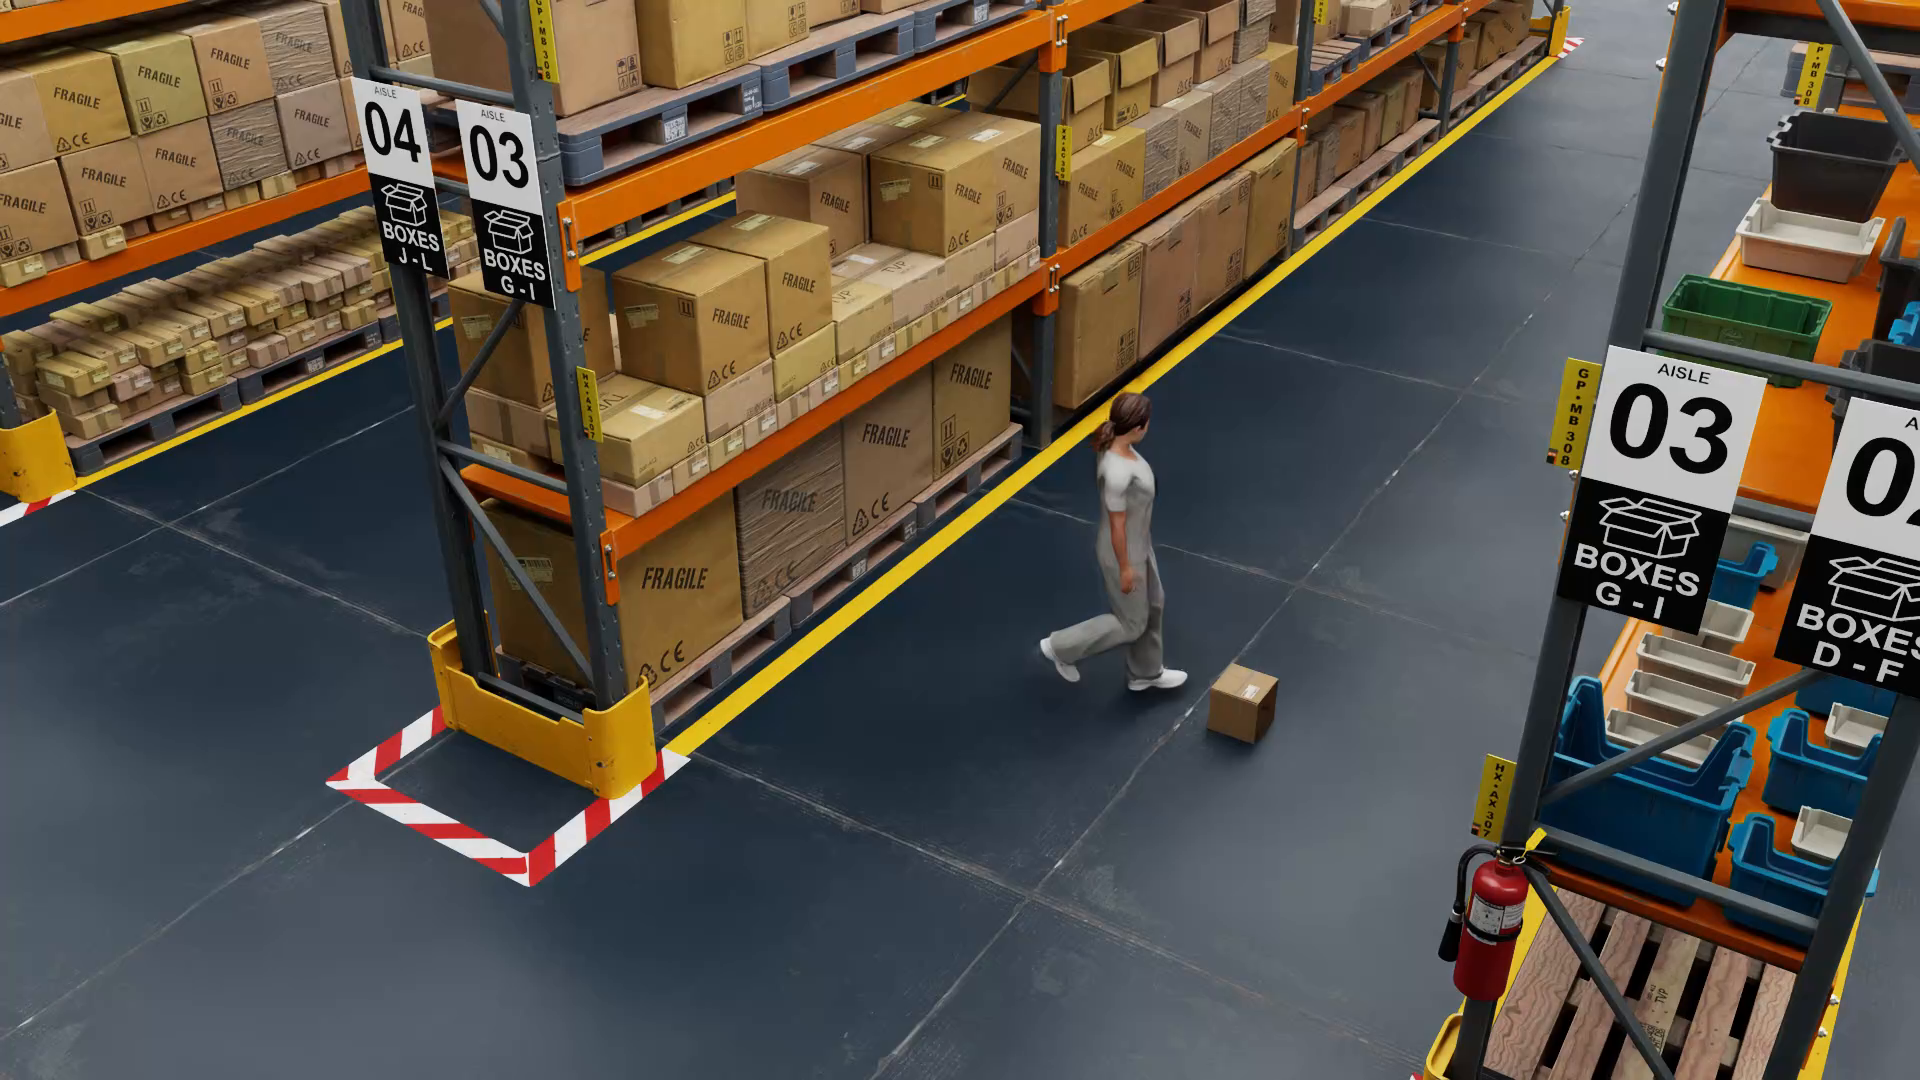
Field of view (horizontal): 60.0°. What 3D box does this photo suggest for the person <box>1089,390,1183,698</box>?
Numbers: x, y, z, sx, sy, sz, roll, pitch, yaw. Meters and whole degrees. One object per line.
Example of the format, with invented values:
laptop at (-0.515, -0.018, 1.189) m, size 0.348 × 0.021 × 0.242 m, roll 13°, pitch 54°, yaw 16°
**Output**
person at (0.894, 0.046, 8.061) m, size 0.471 × 1.669 × 0.471 m, roll 7°, pitch 31°, yaw 12°
